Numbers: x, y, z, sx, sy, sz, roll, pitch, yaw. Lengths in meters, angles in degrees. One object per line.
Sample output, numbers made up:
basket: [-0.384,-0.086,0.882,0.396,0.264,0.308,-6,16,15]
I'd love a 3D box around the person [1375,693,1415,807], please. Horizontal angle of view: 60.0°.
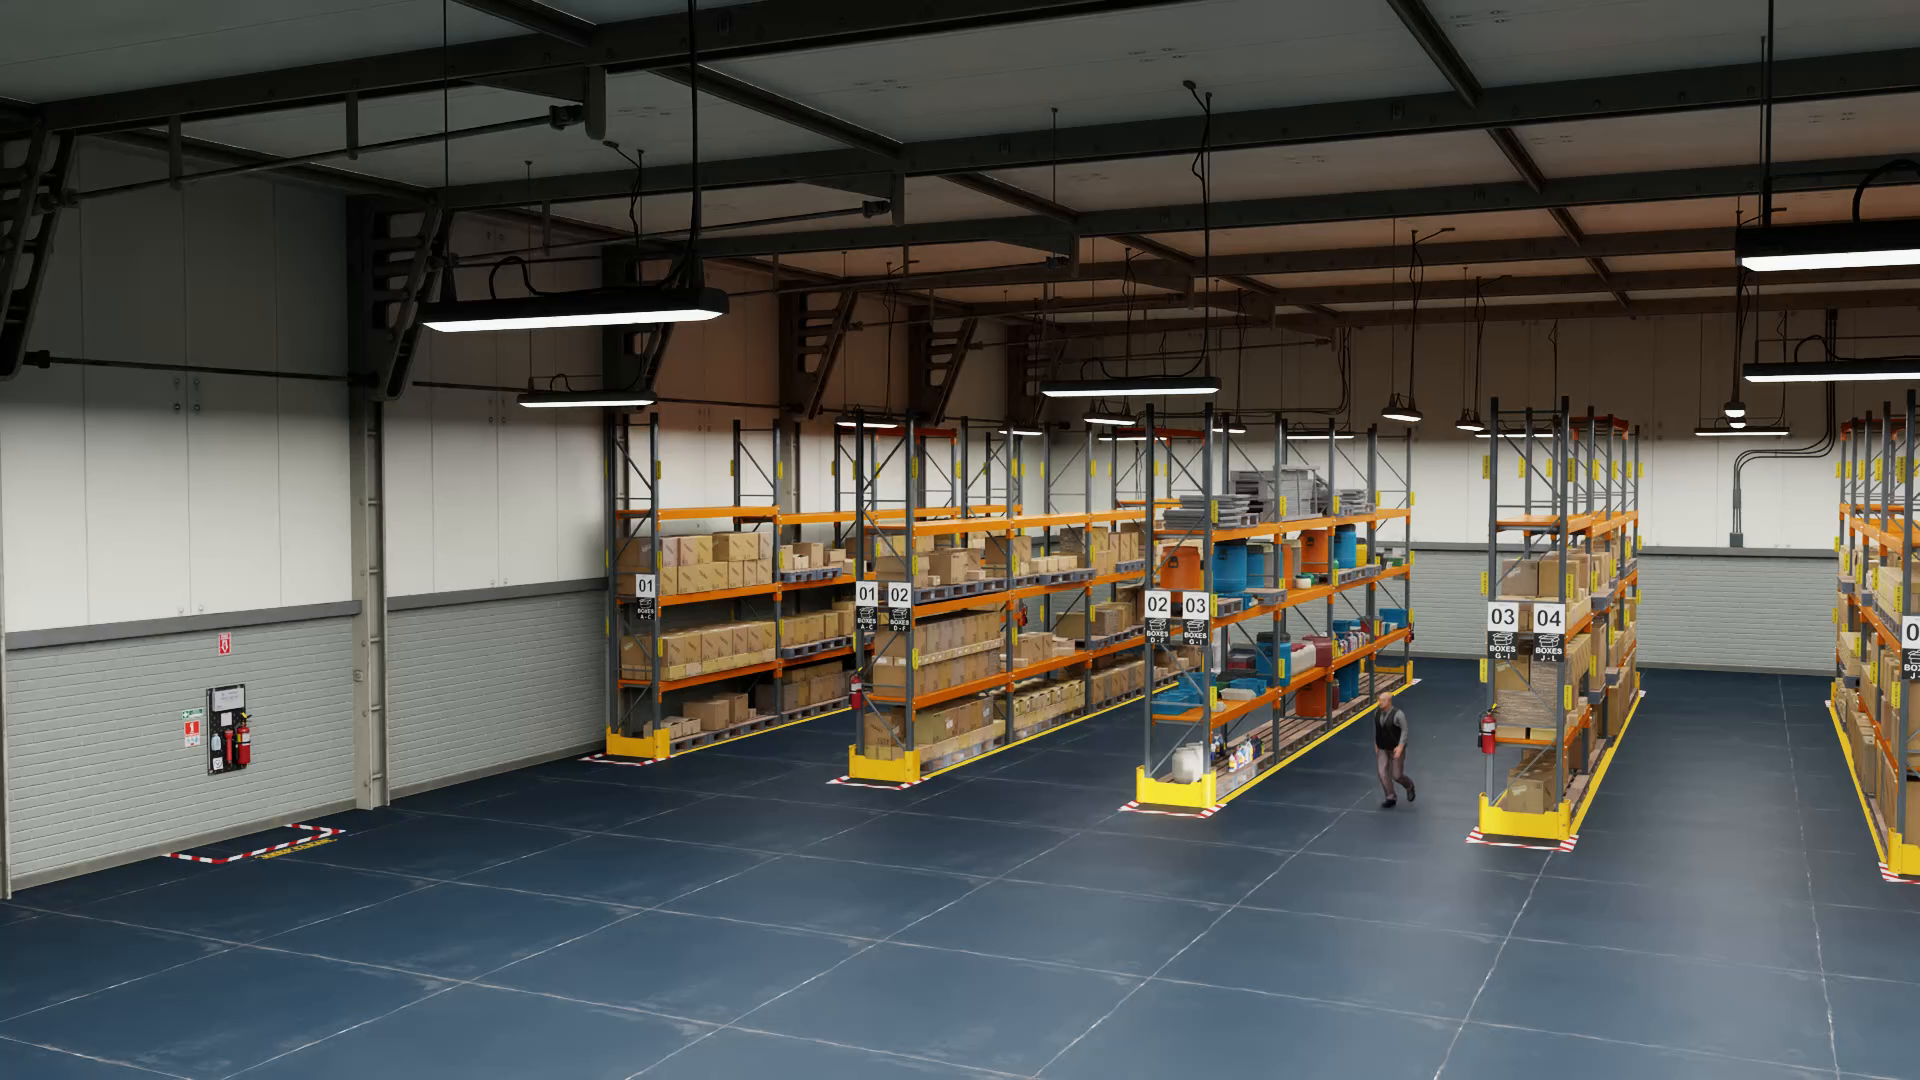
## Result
person: [6.505,3.115,24.869,0.656,1.692,0.598,-2,3,-42]

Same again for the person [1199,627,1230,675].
person: [5.924,2.486,38.711,0.656,1.726,1.068,1,3,28]
